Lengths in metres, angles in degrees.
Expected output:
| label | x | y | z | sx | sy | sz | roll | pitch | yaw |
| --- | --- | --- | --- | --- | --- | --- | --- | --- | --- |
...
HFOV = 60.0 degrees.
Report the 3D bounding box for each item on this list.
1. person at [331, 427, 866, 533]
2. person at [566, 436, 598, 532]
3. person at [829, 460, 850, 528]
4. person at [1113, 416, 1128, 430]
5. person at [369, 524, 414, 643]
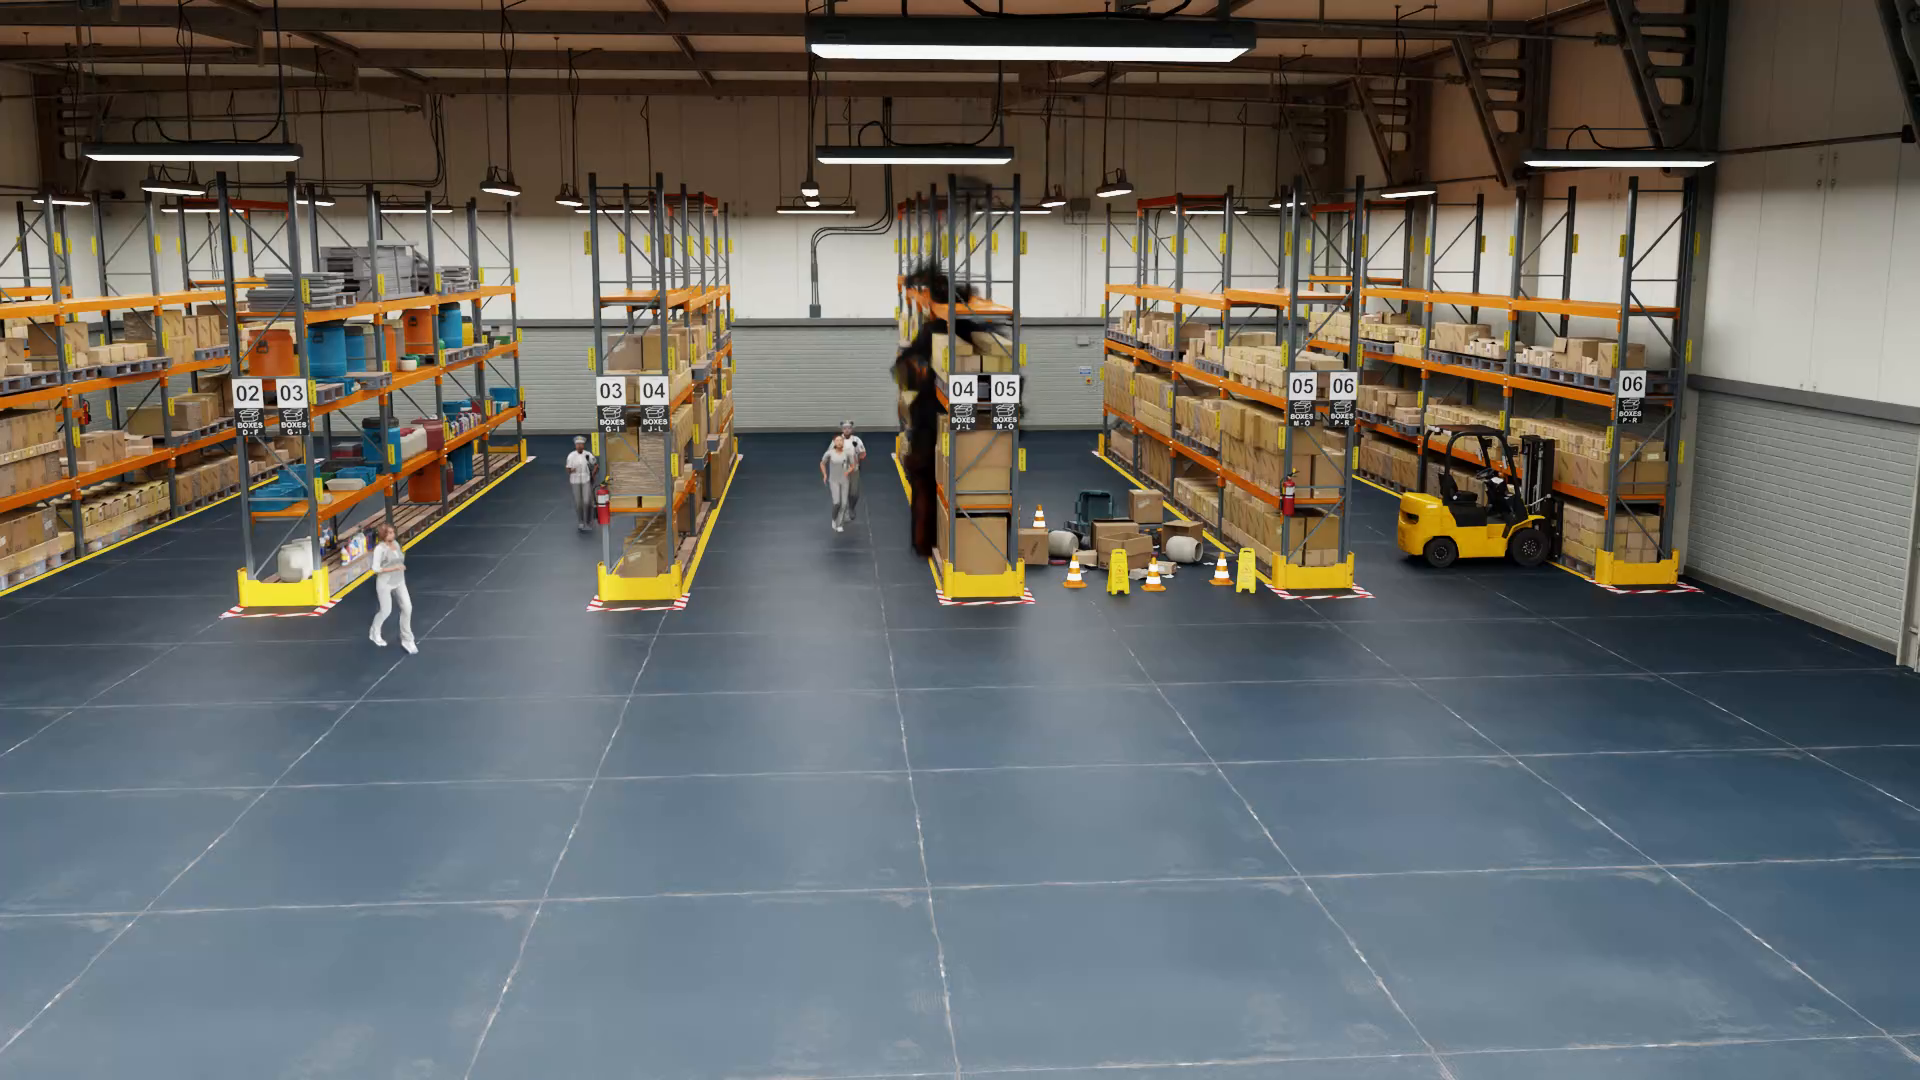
| label | x | y | z | sx | sy | sz | roll | pitch | yaw |
| --- | --- | --- | --- | --- | --- | --- | --- | --- | --- |
| person | -5.908 | -0.976 | 27.898 | 8.766 | 1.777 | 1.436 | -1 | 10 | -8 |
| person | -6.690 | -0.981 | 29.445 | 0.555 | 1.727 | 0.660 | -1 | 10 | -8 |
| person | -2.003 | -0.764 | 27.691 | 0.344 | 1.168 | 0.497 | -2 | 10 | -12 |
| person | 4.091 | -3.064 | 41.597 | 0.578 | 1.402 | 0.608 | 2 | 10 | 11 |
| person | -7.096 | 0.530 | 20.652 | 0.743 | 1.492 | 0.489 | 6 | 12 | 31 |
